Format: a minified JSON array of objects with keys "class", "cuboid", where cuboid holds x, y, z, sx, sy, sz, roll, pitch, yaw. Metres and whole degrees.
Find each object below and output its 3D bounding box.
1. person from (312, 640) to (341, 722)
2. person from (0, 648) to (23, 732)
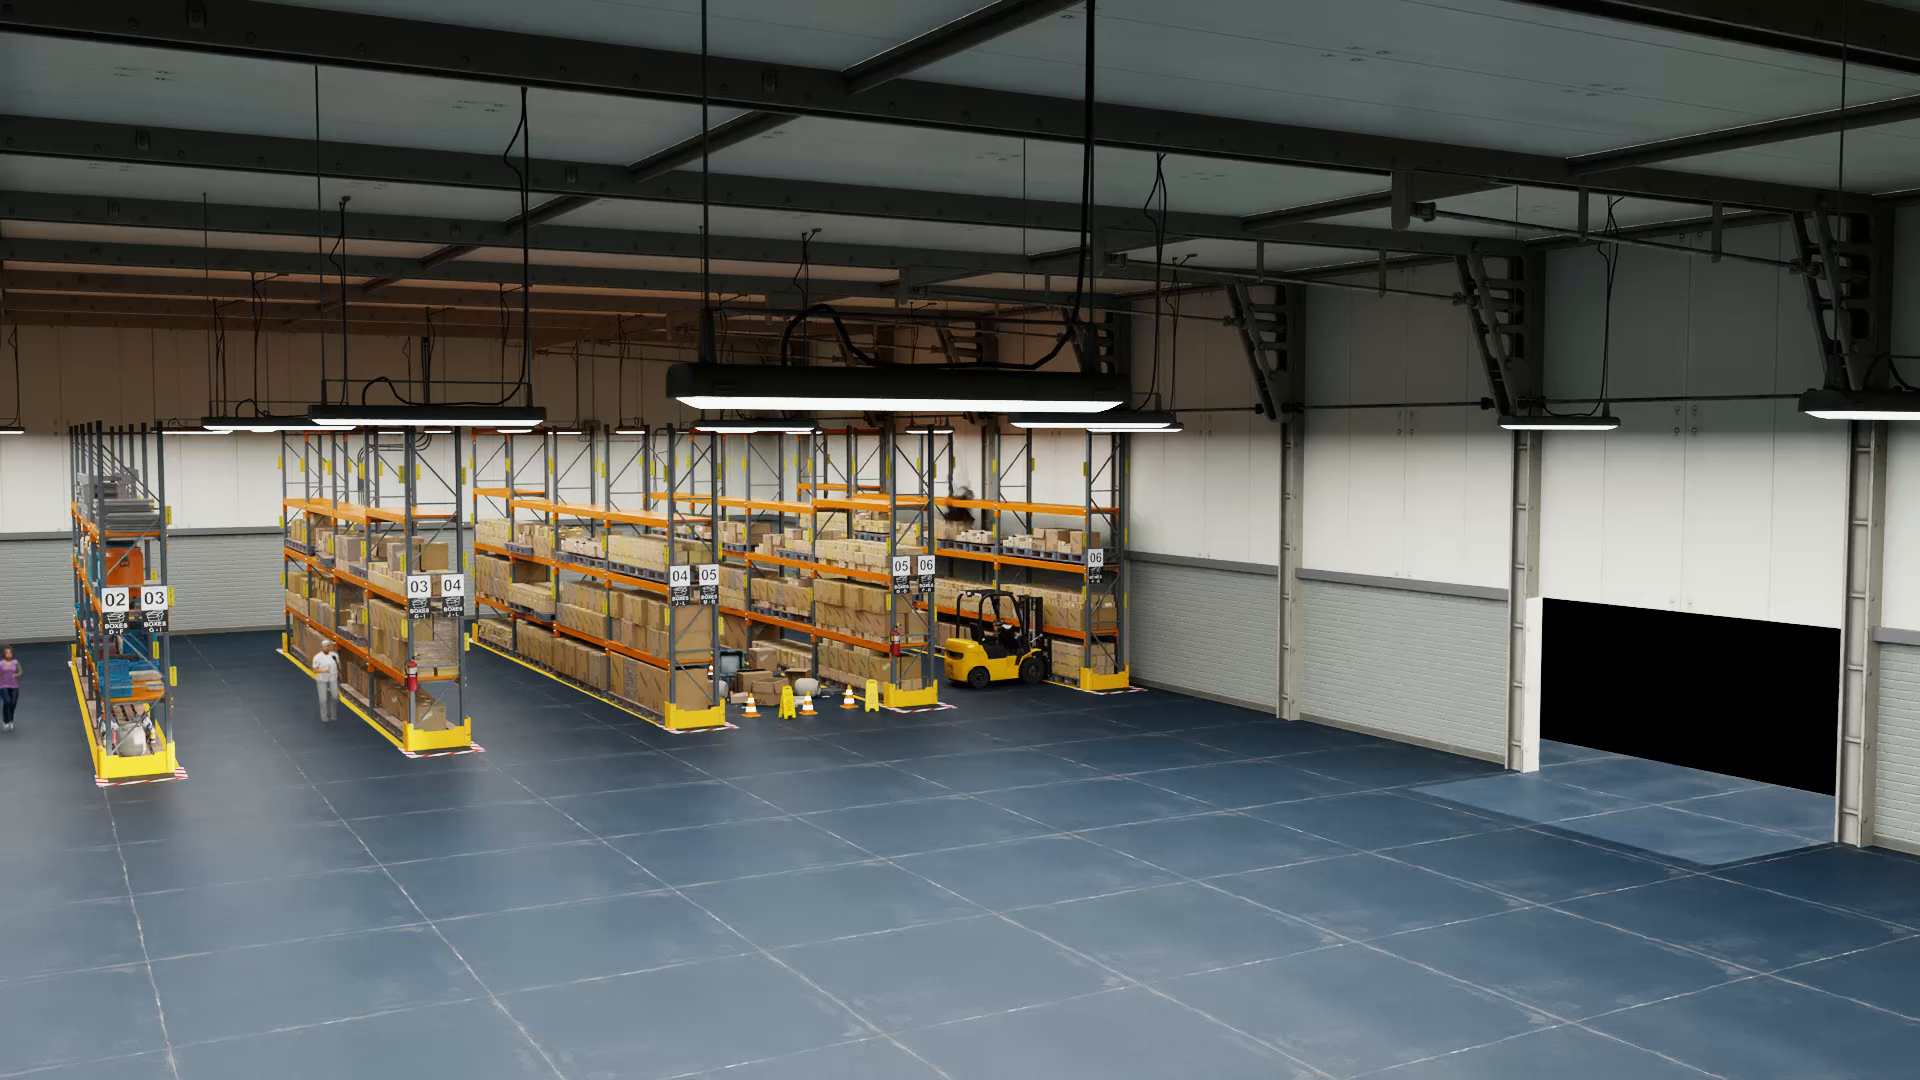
[{"class":"person","cuboid":[-12.679,2.833,33.358,0.579,1.648,0.643,-2,4,-31]},{"class":"person","cuboid":[-18.586,2.916,32.485,0.503,1.630,0.694,-3,5,-44]}]
